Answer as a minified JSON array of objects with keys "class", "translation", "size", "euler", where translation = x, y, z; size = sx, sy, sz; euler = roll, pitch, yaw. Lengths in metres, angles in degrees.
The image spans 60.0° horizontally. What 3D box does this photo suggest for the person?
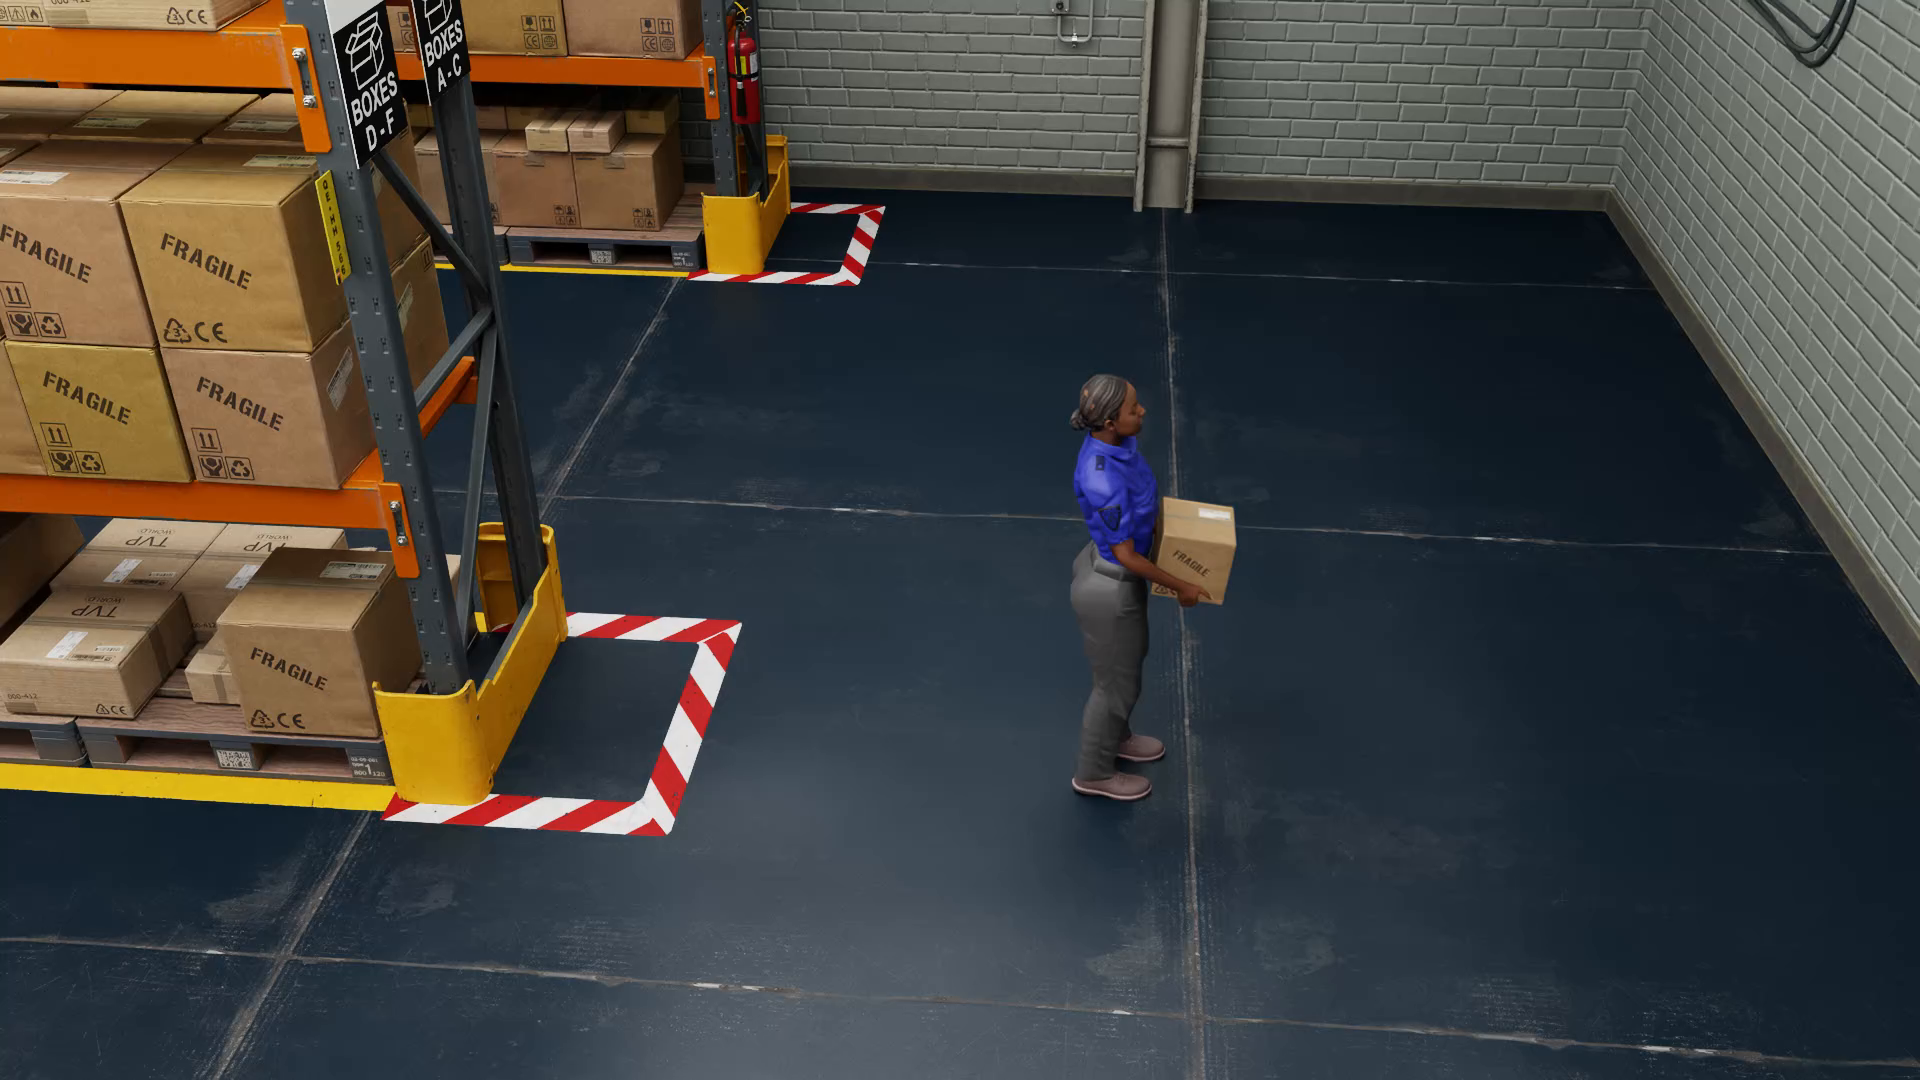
[{"class":"person","translation":[0.622,0.175,5.873],"size":[0.517,1.647,0.450],"euler":[3,32,5]}]
